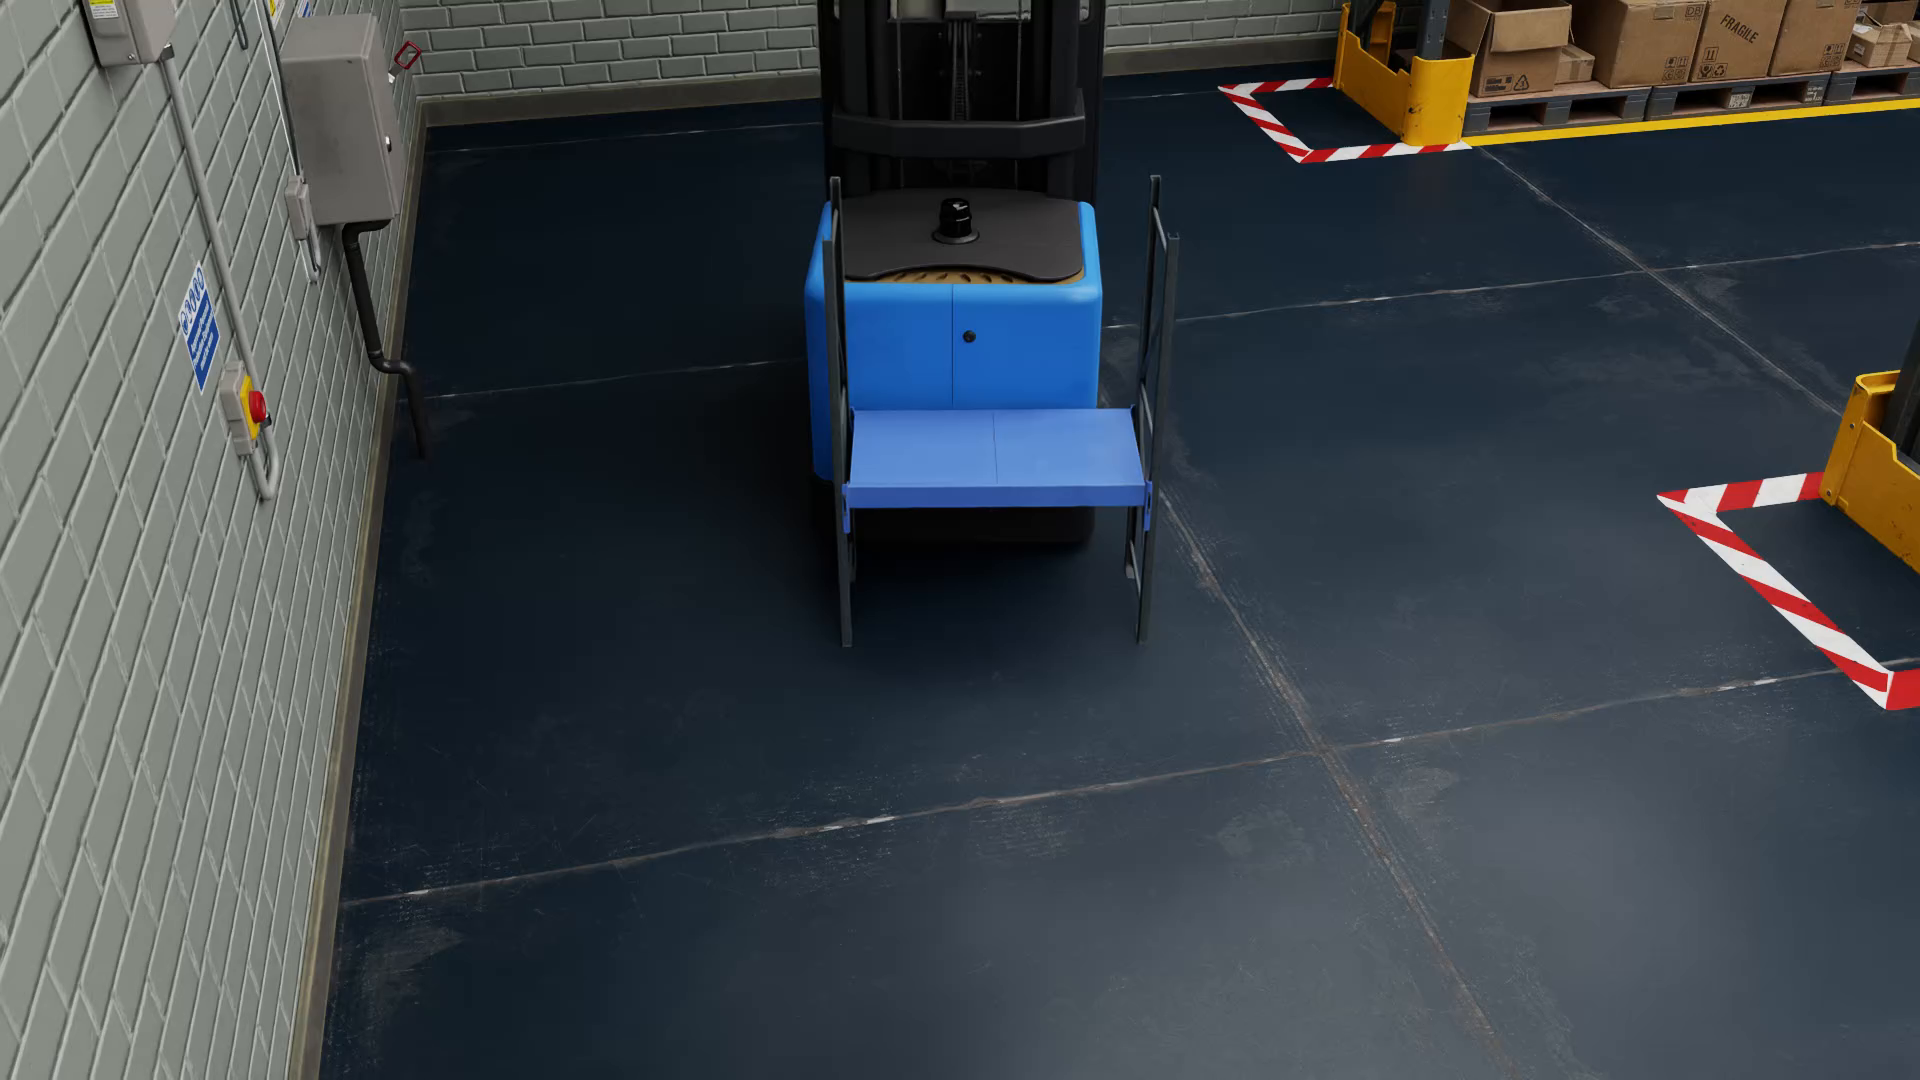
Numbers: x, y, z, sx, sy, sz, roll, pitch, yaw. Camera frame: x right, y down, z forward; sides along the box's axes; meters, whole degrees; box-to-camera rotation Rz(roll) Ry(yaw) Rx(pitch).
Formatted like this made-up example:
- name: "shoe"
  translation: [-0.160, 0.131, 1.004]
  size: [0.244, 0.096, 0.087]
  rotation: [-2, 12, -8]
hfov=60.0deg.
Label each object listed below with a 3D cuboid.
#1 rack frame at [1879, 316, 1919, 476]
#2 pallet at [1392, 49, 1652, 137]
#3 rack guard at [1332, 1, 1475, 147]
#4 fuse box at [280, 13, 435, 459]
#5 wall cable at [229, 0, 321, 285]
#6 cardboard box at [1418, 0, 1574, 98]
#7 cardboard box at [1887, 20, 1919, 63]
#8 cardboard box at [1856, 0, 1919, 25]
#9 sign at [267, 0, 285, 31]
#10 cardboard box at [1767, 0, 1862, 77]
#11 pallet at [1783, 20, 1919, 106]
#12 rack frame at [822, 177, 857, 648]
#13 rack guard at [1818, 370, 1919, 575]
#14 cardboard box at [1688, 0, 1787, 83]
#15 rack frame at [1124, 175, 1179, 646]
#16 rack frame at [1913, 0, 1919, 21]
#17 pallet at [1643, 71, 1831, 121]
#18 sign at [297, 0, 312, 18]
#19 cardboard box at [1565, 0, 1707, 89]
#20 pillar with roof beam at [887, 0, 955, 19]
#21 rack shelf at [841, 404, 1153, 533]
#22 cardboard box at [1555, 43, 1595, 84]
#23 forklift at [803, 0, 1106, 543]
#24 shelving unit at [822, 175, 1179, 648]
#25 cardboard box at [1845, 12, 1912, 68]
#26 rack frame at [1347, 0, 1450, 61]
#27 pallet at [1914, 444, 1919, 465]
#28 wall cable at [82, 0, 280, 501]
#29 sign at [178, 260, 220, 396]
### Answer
- name: "rack frame"
  translation: [3.671, -1.153, 5.276]
  size: [0.127, 3.000, 1.000]
  rotation: [-7, 35, -11]
- name: "pallet"
  translation: [3.424, -2.800, 10.234]
  size: [1.213, 0.211, 1.003]
  rotation: [-7, 35, -11]
- name: "rack guard"
  translation: [2.646, -2.822, 10.006]
  size: [0.348, 0.500, 1.175]
  rotation: [-7, 35, -11]
- name: "fuse box"
  translation: [-2.145, -1.072, 6.312]
  size: [0.414, 1.711, 0.539]
  rotation: [-7, 35, -11]
- name: "wall cable"
  translation: [-2.148, -1.638, 5.088]
  size: [0.122, 1.984, 0.588]
  rotation: [-7, 35, -11]
- name: "cardboard box"
  translation: [3.190, -3.012, 9.910]
  size: [0.637, 0.503, 0.797]
  rotation: [-9, 35, -12]
- name: "cardboard box"
  translation: [5.995, -3.105, 10.366]
  size: [0.250, 0.149, 0.380]
  rotation: [-8, 35, -12]
- name: "cardboard box"
  translation: [5.777, -3.447, 10.731]
  size: [0.500, 0.311, 0.500]
  rotation: [-6, 34, -9]
- name: "sign"
  translation: [-2.335, -1.894, 5.640]
  size: [0.001, 0.242, 0.339]
  rotation: [-7, 35, -11]
- name: "cardboard box"
  translation: [5.044, -3.222, 10.226]
  size: [0.500, 0.500, 0.700]
  rotation: [-8, 35, -12]
- name: "pallet"
  translation: [5.803, -3.100, 10.681]
  size: [1.213, 0.211, 1.003]
  rotation: [-7, 35, -11]
- name: "rack frame"
  translation: [-0.392, -0.391, 5.486]
  size: [0.032, 1.500, 0.500]
  rotation: [0, 34, -1]
- name: "rack guard"
  translation: [3.647, -0.112, 5.968]
  size: [0.348, 0.500, 1.175]
  rotation: [-7, 35, -11]
- name: "cardboard box"
  translation: [4.570, -3.105, 10.052]
  size: [0.500, 0.500, 0.500]
  rotation: [-7, 34, -10]
- name: "rack frame"
  translation: [0.624, -0.399, 5.498]
  size: [0.032, 1.500, 0.500]
  rotation: [0, 34, -1]
- name: "rack frame"
  translation: [6.473, -4.342, 10.028]
  size: [0.127, 3.000, 1.000]
  rotation: [-7, 35, -11]
- name: "pallet"
  translation: [4.611, -2.948, 10.454]
  size: [1.213, 0.211, 1.003]
  rotation: [-7, 35, -11]
- name: "sign"
  translation: [-2.456, -1.810, 6.341]
  size: [0.001, 0.494, 0.329]
  rotation: [-7, 35, -11]
- name: "cardboard box"
  translation: [4.032, -3.094, 10.036]
  size: [0.500, 0.500, 0.700]
  rotation: [-6, 34, -9]
- name: "pillar with roof beam"
  translation: [0.693, -4.160, 4.374]
  size: [0.400, 9.000, 9.100]
  rotation: [-7, 35, -11]
- name: "rack shelf"
  translation: [0.116, -0.245, 5.592]
  size: [1.000, 0.185, 0.538]
  rotation: [0, 34, -1]
- name: "cardboard box"
  translation: [3.612, -2.896, 10.055]
  size: [0.250, 0.149, 0.380]
  rotation: [-9, 35, -12]
- name: "forklift"
  translation: [0.012, -1.996, 6.593]
  size: [1.130, 2.935, 3.031]
  rotation: [1, 34, 1]
- name: "shelving unit"
  translation: [0.116, -0.395, 5.492]
  size: [1.048, 1.500, 0.538]
  rotation: [0, 34, -1]
- name: "cardboard box"
  translation: [5.647, -3.109, 10.268]
  size: [0.258, 0.266, 0.396]
  rotation: [-6, 34, -9]
- name: "rack frame"
  translation: [2.572, -3.850, 9.296]
  size: [0.127, 3.000, 1.000]
  rotation: [-7, 35, -11]
- name: "pallet"
  translation: [4.433, -0.136, 6.263]
  size: [1.213, 0.211, 1.003]
  rotation: [-7, 35, -11]
- name: "wall cable"
  translation: [-1.824, -0.882, 3.933]
  size: [0.123, 1.953, 0.585]
  rotation: [-7, 35, -11]
- name: "sign"
  translation: [-1.873, -0.526, 4.099]
  size: [0.001, 0.218, 0.327]
  rotation: [-7, 35, -11]
